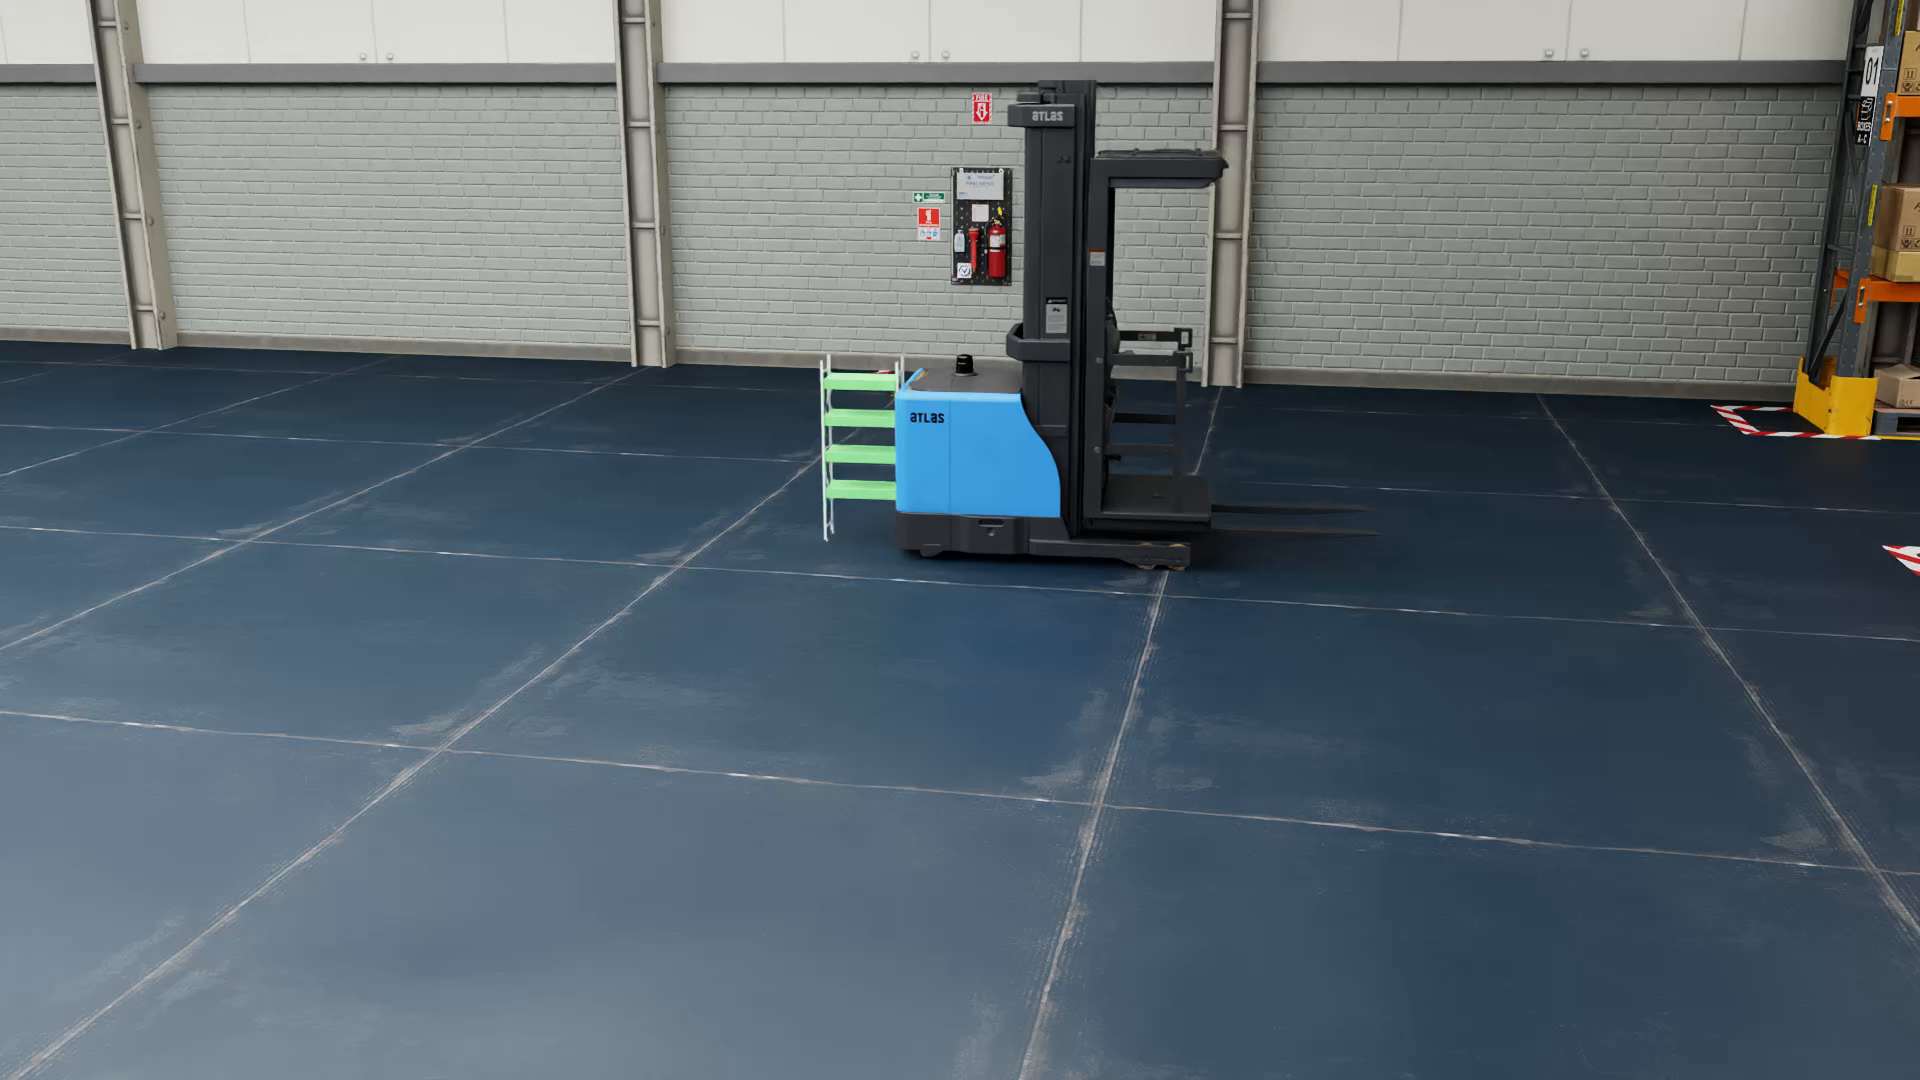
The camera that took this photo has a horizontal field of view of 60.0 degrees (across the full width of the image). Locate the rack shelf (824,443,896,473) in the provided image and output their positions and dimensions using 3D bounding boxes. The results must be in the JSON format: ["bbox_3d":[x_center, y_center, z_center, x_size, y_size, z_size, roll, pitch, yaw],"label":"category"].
[{"bbox_3d":[-0.631,-0.532,10.904,0.480,0.148,0.258,2,16,7],"label":"rack shelf"}]

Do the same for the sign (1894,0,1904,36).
[{"bbox_3d":[7.532,-4.214,13.330,0.005,0.325,0.100,3,16,11],"label":"sign"}]

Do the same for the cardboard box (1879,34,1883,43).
[{"bbox_3d":[8.099,-4.037,14.103,0.500,0.500,0.500,4,16,15],"label":"cardboard box"}]

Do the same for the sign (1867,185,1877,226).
[{"bbox_3d":[7.532,-2.765,13.732,0.005,0.325,0.100,3,16,11],"label":"sign"}]

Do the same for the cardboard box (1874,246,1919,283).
[{"bbox_3d":[8.055,-2.318,13.984,0.500,0.250,0.500,3,16,9],"label":"cardboard box"}]

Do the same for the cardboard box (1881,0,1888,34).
[{"bbox_3d":[8.114,-4.520,13.974,0.500,0.500,0.500,4,16,14],"label":"cardboard box"}]

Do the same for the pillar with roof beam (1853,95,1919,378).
[{"bbox_3d":[7.640,-4.443,10.176,0.400,9.000,9.100,3,16,11],"label":"pillar with roof beam"}]

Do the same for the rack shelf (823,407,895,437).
[{"bbox_3d":[-0.631,-0.763,10.840,0.480,0.148,0.258,2,16,7],"label":"rack shelf"}]

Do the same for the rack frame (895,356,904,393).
[{"bbox_3d":[-0.389,-0.585,10.857,0.015,1.200,0.240,2,16,7],"label":"rack frame"}]

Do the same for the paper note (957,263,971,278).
[{"bbox_3d":[0.045,-2.742,16.922,0.142,0.148,0.016,3,16,11],"label":"paper note"}]

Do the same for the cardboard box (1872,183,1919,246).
[{"bbox_3d":[8.144,-2.819,14.387,0.500,0.500,0.500,3,16,10],"label":"cardboard box"}]

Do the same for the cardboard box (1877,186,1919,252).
[{"bbox_3d":[8.048,-2.684,13.902,0.500,0.500,0.500,3,16,11],"label":"cardboard box"}]

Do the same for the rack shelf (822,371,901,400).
[{"bbox_3d":[-0.631,-0.994,10.776,0.480,0.148,0.258,2,16,7],"label":"rack shelf"}]

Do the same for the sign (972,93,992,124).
[{"bbox_3d":[0.216,-4.283,16.492,0.199,0.298,0.001,3,16,11],"label":"sign"}]

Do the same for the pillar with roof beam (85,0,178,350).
[{"bbox_3d":[-9.999,-5.401,13.633,0.400,9.000,9.100,3,16,11],"label":"pillar with roof beam"}]

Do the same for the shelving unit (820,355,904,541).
[{"bbox_3d":[-0.631,-0.593,10.887,0.503,1.200,0.258,2,16,7],"label":"shelving unit"}]

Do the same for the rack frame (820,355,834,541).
[{"bbox_3d":[-0.873,-0.602,10.917,0.015,1.200,0.240,2,16,7],"label":"rack frame"}]

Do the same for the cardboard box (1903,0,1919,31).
[{"bbox_3d":[7.969,-4.391,13.507,0.500,0.500,0.500,2,16,7],"label":"cardboard box"}]

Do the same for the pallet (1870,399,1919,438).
[{"bbox_3d":[8.503,-1.089,14.528,1.213,0.211,1.003,3,16,11],"label":"pallet"}]

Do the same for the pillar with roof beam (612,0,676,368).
[{"bbox_3d":[-4.119,-5.082,12.481,0.400,9.000,9.100,3,16,11],"label":"pillar with roof beam"}]

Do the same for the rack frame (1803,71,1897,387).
[{"bbox_3d":[7.640,-2.489,14.360,0.127,3.000,1.000,3,16,11],"label":"rack frame"}]

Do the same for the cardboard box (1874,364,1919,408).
[{"bbox_3d":[8.300,-1.345,14.442,0.500,0.311,0.500,1,16,5],"label":"cardboard box"}]

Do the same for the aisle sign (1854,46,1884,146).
[{"bbox_3d":[7.509,-3.668,13.743,0.004,0.787,0.394,3,16,11],"label":"aisle sign"}]

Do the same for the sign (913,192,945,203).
[{"bbox_3d":[-0.314,-3.465,16.824,0.331,0.109,0.001,3,16,11],"label":"sign"}]

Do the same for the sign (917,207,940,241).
[{"bbox_3d":[-0.317,-3.213,16.904,0.234,0.329,0.001,3,16,11],"label":"sign"}]

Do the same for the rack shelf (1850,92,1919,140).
[{"bbox_3d":[9.600,-3.482,13.672,4.000,0.370,1.077,3,16,11],"label":"rack shelf"}]

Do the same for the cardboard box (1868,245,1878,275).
[{"bbox_3d":[8.136,-2.453,14.471,0.500,0.250,0.500,3,16,12],"label":"cardboard box"}]

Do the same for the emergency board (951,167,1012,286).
[{"bbox_3d":[0.204,-3.139,16.705,0.643,1.169,0.194,3,16,11],"label":"emergency board"}]

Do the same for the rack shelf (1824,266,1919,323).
[{"bbox_3d":[9.600,-2.036,14.072,4.000,0.370,1.077,3,16,11],"label":"rack shelf"}]

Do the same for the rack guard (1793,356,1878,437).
[{"bbox_3d":[7.714,-1.281,14.679,0.348,0.500,1.175,3,16,11],"label":"rack guard"}]

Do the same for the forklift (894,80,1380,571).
[{"bbox_3d":[1.138,-1.373,10.458,3.031,2.935,1.130,2,16,7],"label":"forklift"}]

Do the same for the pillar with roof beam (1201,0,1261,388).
[{"bbox_3d":[1.760,-4.763,11.328,0.400,9.000,9.100,3,16,11],"label":"pillar with roof beam"}]

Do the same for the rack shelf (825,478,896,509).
[{"bbox_3d":[-0.631,-0.301,10.968,0.480,0.148,0.258,2,16,7],"label":"rack shelf"}]

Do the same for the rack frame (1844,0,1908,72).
[{"bbox_3d":[7.640,-5.381,13.559,0.127,3.000,1.000,3,16,11],"label":"rack frame"}]

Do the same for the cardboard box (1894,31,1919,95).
[{"bbox_3d":[7.918,-3.910,13.643,0.500,0.500,0.500,4,16,13],"label":"cardboard box"}]
